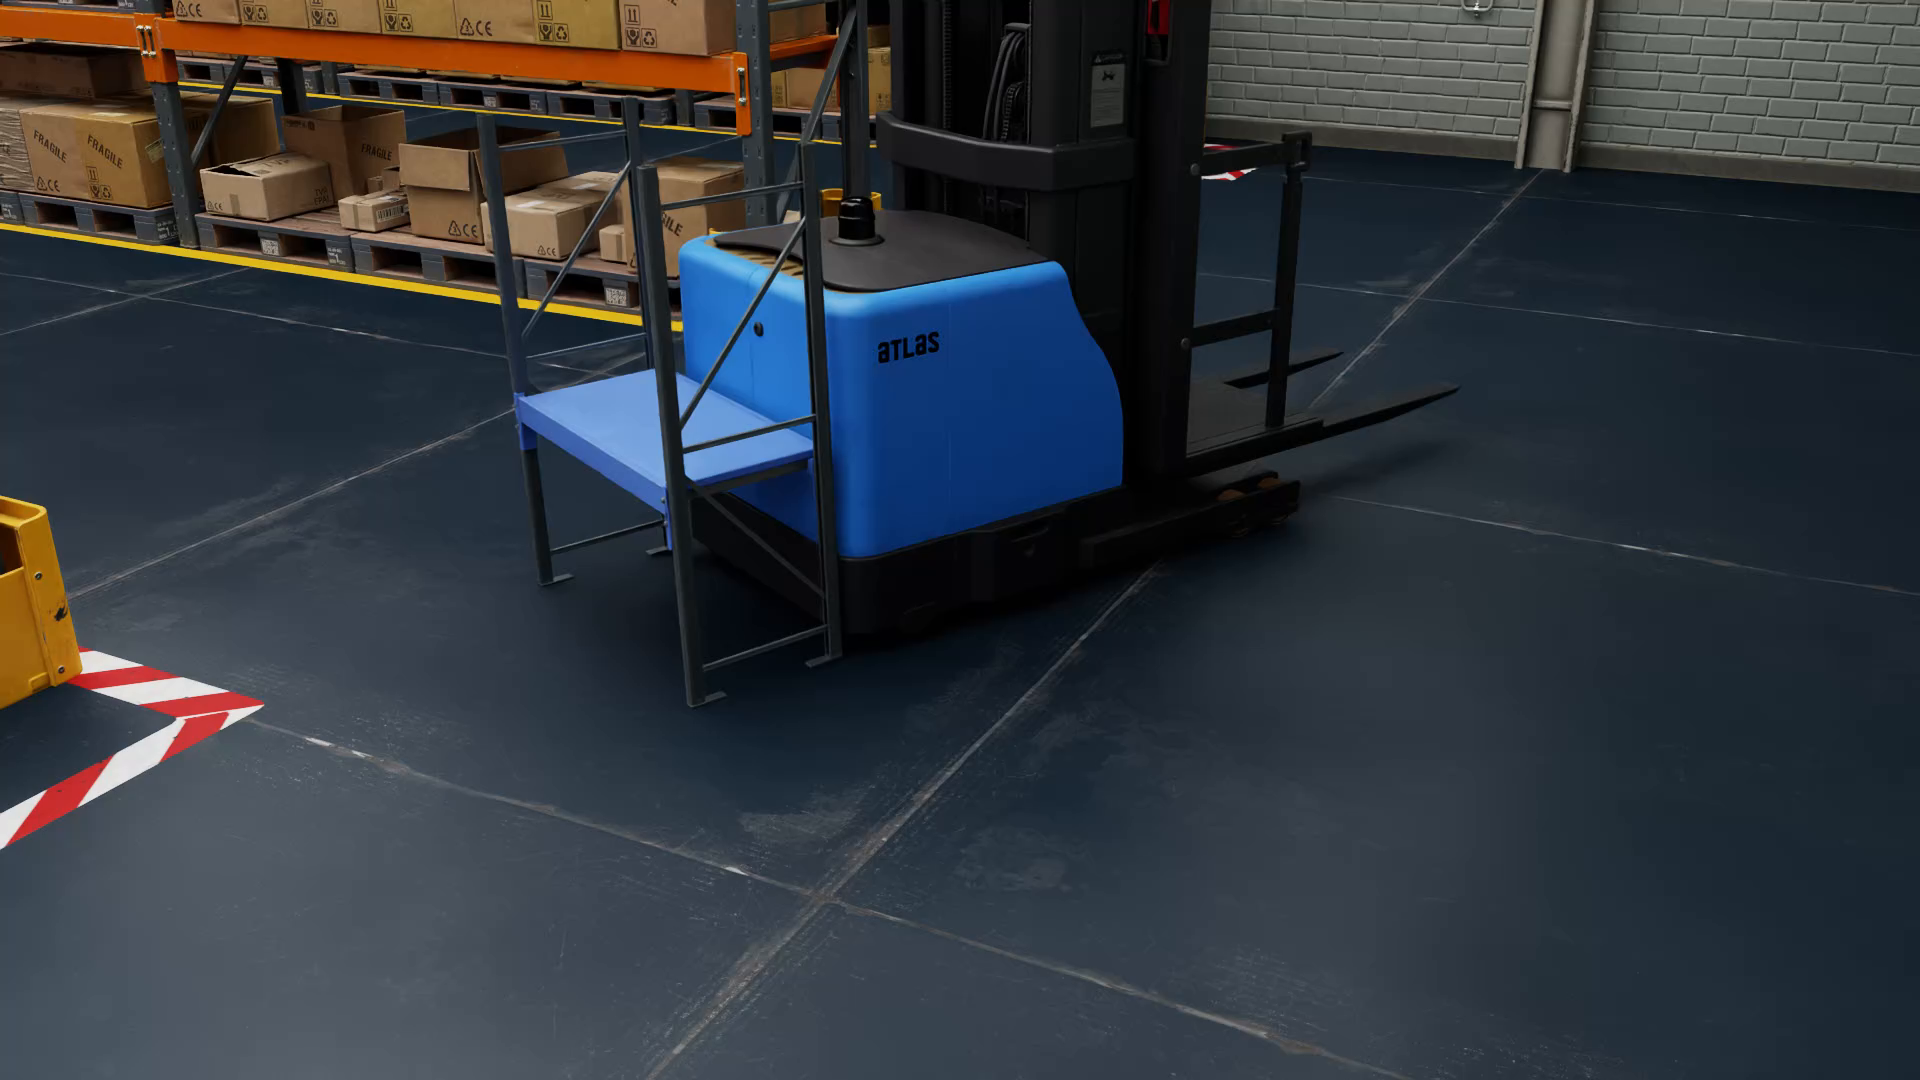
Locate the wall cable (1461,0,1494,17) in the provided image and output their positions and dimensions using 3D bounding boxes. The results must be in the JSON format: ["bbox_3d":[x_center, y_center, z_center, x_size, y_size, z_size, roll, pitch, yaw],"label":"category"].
[{"bbox_3d":[3.059,-4.861,12.050,1.851,1.984,0.084,11,25,25],"label":"wall cable"}]

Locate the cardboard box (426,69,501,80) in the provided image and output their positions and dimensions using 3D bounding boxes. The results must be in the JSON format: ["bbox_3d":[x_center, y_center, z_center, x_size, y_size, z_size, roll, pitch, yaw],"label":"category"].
[{"bbox_3d":[-4.274,-4.573,14.881,0.750,0.750,0.750,11,25,24],"label":"cardboard box"}]

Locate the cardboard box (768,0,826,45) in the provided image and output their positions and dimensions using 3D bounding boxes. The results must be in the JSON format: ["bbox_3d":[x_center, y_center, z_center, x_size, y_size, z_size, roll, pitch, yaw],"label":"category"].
[{"bbox_3d":[-1.019,-2.775,8.315,0.500,0.500,0.500,12,26,26],"label":"cardboard box"}]

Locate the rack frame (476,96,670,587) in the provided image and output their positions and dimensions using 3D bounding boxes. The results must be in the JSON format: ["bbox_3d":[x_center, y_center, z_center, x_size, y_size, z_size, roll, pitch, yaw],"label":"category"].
[{"bbox_3d":[-1.177,-0.601,5.231,0.500,1.500,0.032,-18,29,-33],"label":"rack frame"}]

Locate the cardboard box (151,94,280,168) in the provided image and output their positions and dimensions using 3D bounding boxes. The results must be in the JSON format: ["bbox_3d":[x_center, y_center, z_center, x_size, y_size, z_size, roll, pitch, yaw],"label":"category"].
[{"bbox_3d":[-4.633,-2.488,10.398,0.500,0.500,0.500,10,25,22],"label":"cardboard box"}]

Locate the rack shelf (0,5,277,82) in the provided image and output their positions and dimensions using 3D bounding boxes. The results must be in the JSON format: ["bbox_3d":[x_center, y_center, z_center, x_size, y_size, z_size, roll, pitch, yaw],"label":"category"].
[{"bbox_3d":[-6.096,-3.287,10.565,4.000,0.370,1.077,11,25,25],"label":"rack shelf"}]

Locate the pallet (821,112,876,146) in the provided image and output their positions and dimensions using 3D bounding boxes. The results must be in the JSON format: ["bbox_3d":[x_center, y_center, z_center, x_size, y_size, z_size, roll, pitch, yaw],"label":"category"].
[{"bbox_3d":[-0.344,-3.336,13.324,1.213,0.211,1.003,11,25,25],"label":"pallet"}]

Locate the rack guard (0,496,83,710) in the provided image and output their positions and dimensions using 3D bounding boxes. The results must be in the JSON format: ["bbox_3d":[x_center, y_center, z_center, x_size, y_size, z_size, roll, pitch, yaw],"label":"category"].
[{"bbox_3d":[-2.953,0.321,4.357,0.348,0.500,1.175,11,25,25],"label":"rack guard"}]

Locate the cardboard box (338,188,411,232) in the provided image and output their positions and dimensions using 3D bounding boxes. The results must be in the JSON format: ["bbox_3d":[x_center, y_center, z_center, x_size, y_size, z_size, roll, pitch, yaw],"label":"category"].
[{"bbox_3d":[-3.258,-1.865,9.360,0.250,0.166,0.380,11,25,25],"label":"cardboard box"}]

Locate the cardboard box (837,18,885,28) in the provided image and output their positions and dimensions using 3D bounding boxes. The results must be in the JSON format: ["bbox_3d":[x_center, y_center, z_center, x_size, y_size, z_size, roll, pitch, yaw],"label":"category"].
[{"bbox_3d":[-0.792,-4.126,13.447,0.250,0.149,0.380,10,25,23],"label":"cardboard box"}]

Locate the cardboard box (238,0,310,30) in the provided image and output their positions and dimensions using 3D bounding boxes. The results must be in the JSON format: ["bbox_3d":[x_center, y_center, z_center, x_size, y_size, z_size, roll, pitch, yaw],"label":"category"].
[{"bbox_3d":[-3.521,-3.036,8.929,0.500,0.500,0.500,12,26,25],"label":"cardboard box"}]

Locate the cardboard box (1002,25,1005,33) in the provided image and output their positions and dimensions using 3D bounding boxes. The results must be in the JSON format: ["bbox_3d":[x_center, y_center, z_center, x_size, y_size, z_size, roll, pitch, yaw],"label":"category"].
[{"bbox_3d":[0.346,-3.901,12.918,0.250,0.149,0.380,11,26,25],"label":"cardboard box"}]

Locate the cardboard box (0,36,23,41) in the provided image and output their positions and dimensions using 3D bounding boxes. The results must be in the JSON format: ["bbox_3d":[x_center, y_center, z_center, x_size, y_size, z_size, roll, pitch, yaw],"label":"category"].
[{"bbox_3d":[-10.163,-5.630,17.787,0.500,0.500,0.500,9,25,21],"label":"cardboard box"}]

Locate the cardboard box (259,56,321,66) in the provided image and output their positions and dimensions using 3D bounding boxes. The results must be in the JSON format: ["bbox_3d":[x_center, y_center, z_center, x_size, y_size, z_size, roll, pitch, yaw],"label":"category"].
[{"bbox_3d":[-6.316,-4.863,15.984,0.500,0.500,0.700,12,26,25],"label":"cardboard box"}]

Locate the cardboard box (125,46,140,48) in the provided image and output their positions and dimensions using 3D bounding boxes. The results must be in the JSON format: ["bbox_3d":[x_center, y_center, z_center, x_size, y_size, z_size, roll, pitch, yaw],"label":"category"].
[{"bbox_3d":[-8.071,-5.263,16.924,0.500,0.500,0.700,11,25,24],"label":"cardboard box"}]

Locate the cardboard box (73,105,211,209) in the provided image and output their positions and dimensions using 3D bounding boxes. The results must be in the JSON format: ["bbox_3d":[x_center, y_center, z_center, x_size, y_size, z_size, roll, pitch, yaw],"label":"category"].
[{"bbox_3d":[-4.881,-2.304,9.967,0.500,0.500,0.500,11,25,24],"label":"cardboard box"}]

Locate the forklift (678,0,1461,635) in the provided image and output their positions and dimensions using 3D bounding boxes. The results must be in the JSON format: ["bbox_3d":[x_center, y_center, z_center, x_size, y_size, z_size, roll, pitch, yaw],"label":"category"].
[{"bbox_3d":[0.582,-1.506,5.545,3.031,2.935,1.130,-16,28,-33],"label":"forklift"}]

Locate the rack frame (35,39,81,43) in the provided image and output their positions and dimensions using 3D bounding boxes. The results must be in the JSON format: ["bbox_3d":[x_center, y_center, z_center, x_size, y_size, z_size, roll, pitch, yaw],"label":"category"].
[{"bbox_3d":[-9.219,-6.408,16.986,0.127,3.000,1.000,11,25,25],"label":"rack frame"}]

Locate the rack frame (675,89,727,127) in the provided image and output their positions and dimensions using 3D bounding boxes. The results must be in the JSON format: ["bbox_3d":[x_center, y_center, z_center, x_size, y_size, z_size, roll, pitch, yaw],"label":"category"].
[{"bbox_3d":[-2.080,-4.996,13.664,0.127,3.000,1.000,11,25,25],"label":"rack frame"}]

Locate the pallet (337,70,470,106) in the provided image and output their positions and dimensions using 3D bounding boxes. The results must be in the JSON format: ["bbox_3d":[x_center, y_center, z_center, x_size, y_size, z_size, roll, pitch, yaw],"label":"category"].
[{"bbox_3d":[-4.980,-4.253,15.481,1.213,0.211,1.003,11,25,25],"label":"pallet"}]

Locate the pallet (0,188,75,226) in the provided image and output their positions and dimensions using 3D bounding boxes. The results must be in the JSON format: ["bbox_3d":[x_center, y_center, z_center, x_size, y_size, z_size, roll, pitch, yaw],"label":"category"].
[{"bbox_3d":[-6.147,-2.327,10.952,1.213,0.211,1.003,11,25,25],"label":"pallet"}]

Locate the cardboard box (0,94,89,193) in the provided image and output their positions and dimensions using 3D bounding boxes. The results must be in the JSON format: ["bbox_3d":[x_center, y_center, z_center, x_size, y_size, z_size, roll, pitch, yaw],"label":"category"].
[{"bbox_3d":[-5.766,-2.483,10.388,0.500,0.500,0.500,12,26,25],"label":"cardboard box"}]

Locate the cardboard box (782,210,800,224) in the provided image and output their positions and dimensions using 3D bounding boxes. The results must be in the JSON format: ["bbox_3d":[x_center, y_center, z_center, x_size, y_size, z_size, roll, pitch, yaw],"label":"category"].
[{"bbox_3d":[-0.960,-1.643,8.861,0.250,0.149,0.380,11,25,25],"label":"cardboard box"}]

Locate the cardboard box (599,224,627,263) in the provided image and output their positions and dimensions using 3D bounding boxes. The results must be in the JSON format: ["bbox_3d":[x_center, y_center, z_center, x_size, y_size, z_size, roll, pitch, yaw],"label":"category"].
[{"bbox_3d":[-1.659,-1.570,8.667,0.250,0.166,0.380,11,25,25],"label":"cardboard box"}]

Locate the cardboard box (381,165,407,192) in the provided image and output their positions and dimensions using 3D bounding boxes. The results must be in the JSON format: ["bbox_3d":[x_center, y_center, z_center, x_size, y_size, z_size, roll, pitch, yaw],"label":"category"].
[{"bbox_3d":[-3.006,-2.096,9.719,0.500,0.311,0.500,11,25,25],"label":"cardboard box"}]

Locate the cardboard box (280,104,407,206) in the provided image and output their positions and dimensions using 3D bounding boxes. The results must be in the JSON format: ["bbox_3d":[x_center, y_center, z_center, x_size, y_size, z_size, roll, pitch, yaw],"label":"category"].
[{"bbox_3d":[-3.675,-2.315,9.994,0.500,0.500,0.500,11,25,25],"label":"cardboard box"}]

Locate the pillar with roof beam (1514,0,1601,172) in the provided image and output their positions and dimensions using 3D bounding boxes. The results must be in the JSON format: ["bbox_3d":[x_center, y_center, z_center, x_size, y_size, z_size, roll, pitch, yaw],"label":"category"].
[{"bbox_3d":[2.347,-5.372,6.883,0.400,9.000,9.100,11,25,25],"label":"pillar with roof beam"}]

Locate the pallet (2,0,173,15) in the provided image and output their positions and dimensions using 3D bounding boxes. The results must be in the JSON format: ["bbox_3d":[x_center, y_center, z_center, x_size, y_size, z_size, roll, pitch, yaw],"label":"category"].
[{"bbox_3d":[-4.975,-3.356,10.053,1.213,0.211,1.003,11,25,25],"label":"pallet"}]

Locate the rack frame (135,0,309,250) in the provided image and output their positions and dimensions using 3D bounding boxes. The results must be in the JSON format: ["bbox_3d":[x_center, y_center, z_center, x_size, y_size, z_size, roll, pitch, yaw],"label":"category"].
[{"bbox_3d":[-4.312,-3.265,9.594,0.127,3.000,1.000,11,25,25],"label":"rack frame"}]

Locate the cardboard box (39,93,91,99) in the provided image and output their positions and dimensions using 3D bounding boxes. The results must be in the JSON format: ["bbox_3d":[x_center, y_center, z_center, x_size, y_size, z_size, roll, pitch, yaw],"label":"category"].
[{"bbox_3d":[-5.557,-2.669,10.824,0.500,0.500,0.500,12,26,25],"label":"cardboard box"}]

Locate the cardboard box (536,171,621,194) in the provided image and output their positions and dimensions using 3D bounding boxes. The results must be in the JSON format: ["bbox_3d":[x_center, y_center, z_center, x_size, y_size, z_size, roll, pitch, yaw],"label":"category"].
[{"bbox_3d":[-1.992,-1.867,9.259,0.500,0.250,0.500,11,25,25],"label":"cardboard box"}]

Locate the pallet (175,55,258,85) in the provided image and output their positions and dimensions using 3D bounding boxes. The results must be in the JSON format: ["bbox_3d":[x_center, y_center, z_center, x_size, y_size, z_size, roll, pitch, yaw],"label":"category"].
[{"bbox_3d":[-7.431,-4.773,16.704,1.213,0.211,1.003,11,25,25],"label":"pallet"}]

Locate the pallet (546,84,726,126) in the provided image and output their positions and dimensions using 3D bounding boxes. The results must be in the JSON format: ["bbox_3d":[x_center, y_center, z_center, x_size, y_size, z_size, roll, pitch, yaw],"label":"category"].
[{"bbox_3d":[-2.802,-3.822,14.468,1.213,0.211,1.003,11,25,25],"label":"pallet"}]

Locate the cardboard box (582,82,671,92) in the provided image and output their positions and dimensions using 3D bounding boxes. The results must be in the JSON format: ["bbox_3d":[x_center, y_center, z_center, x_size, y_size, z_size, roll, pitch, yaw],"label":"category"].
[{"bbox_3d":[-2.719,-4.269,14.166,0.750,0.750,0.750,12,26,25],"label":"cardboard box"}]

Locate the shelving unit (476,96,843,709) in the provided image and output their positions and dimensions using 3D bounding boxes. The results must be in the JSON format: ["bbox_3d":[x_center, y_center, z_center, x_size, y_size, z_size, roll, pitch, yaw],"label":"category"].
[{"bbox_3d":[-0.873,-0.441,4.857,0.538,1.500,1.048,-18,29,-33],"label":"shelving unit"}]

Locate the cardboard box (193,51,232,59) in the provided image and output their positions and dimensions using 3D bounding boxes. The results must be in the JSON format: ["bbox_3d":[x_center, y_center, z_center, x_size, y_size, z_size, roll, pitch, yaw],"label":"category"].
[{"bbox_3d":[-7.179,-5.072,16.477,0.500,0.500,0.700,11,25,24],"label":"cardboard box"}]

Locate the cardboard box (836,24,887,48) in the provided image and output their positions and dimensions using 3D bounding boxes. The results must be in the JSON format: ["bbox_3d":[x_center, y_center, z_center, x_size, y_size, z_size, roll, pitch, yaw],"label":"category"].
[{"bbox_3d":[-0.770,-3.953,13.041,0.250,0.149,0.380,10,25,23],"label":"cardboard box"}]

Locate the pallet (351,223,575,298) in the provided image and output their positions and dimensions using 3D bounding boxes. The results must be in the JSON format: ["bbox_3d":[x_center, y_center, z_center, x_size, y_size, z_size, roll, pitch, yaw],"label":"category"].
[{"bbox_3d":[-2.606,-1.645,9.349,1.213,0.211,1.003,11,25,25],"label":"pallet"}]

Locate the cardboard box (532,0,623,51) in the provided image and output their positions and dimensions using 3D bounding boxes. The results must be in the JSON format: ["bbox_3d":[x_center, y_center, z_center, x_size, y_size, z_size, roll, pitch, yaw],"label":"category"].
[{"bbox_3d":[-1.729,-2.679,8.089,0.500,0.500,0.500,11,26,25],"label":"cardboard box"}]

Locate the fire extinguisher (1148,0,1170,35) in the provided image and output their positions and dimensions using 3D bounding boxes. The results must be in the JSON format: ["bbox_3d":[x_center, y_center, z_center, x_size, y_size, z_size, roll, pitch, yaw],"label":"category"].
[{"bbox_3d":[1.416,-3.894,11.650,0.183,0.674,0.296,11,25,25],"label":"fire extinguisher"}]

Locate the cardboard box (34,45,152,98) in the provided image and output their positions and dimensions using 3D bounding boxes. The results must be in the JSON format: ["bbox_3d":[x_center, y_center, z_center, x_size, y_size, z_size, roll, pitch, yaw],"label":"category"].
[{"bbox_3d":[-5.526,-3.009,10.667,0.500,0.250,0.500,11,26,25],"label":"cardboard box"}]

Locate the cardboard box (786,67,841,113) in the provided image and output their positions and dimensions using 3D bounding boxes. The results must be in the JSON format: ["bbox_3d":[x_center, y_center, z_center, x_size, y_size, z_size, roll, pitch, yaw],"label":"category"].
[{"bbox_3d":[-1.012,-3.781,13.465,0.500,0.500,0.700,11,25,24],"label":"cardboard box"}]

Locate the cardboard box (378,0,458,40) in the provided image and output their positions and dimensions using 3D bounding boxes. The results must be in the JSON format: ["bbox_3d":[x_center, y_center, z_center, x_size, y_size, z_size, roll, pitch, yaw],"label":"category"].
[{"bbox_3d":[-2.621,-2.858,8.510,0.500,0.500,0.500,11,25,24],"label":"cardboard box"}]

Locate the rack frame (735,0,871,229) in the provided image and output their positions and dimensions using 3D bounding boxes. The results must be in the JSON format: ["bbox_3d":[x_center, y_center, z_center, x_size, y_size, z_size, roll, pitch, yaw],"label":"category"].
[{"bbox_3d":[-0.742,-2.559,7.933,0.127,3.000,1.000,11,25,25],"label":"rack frame"}]
